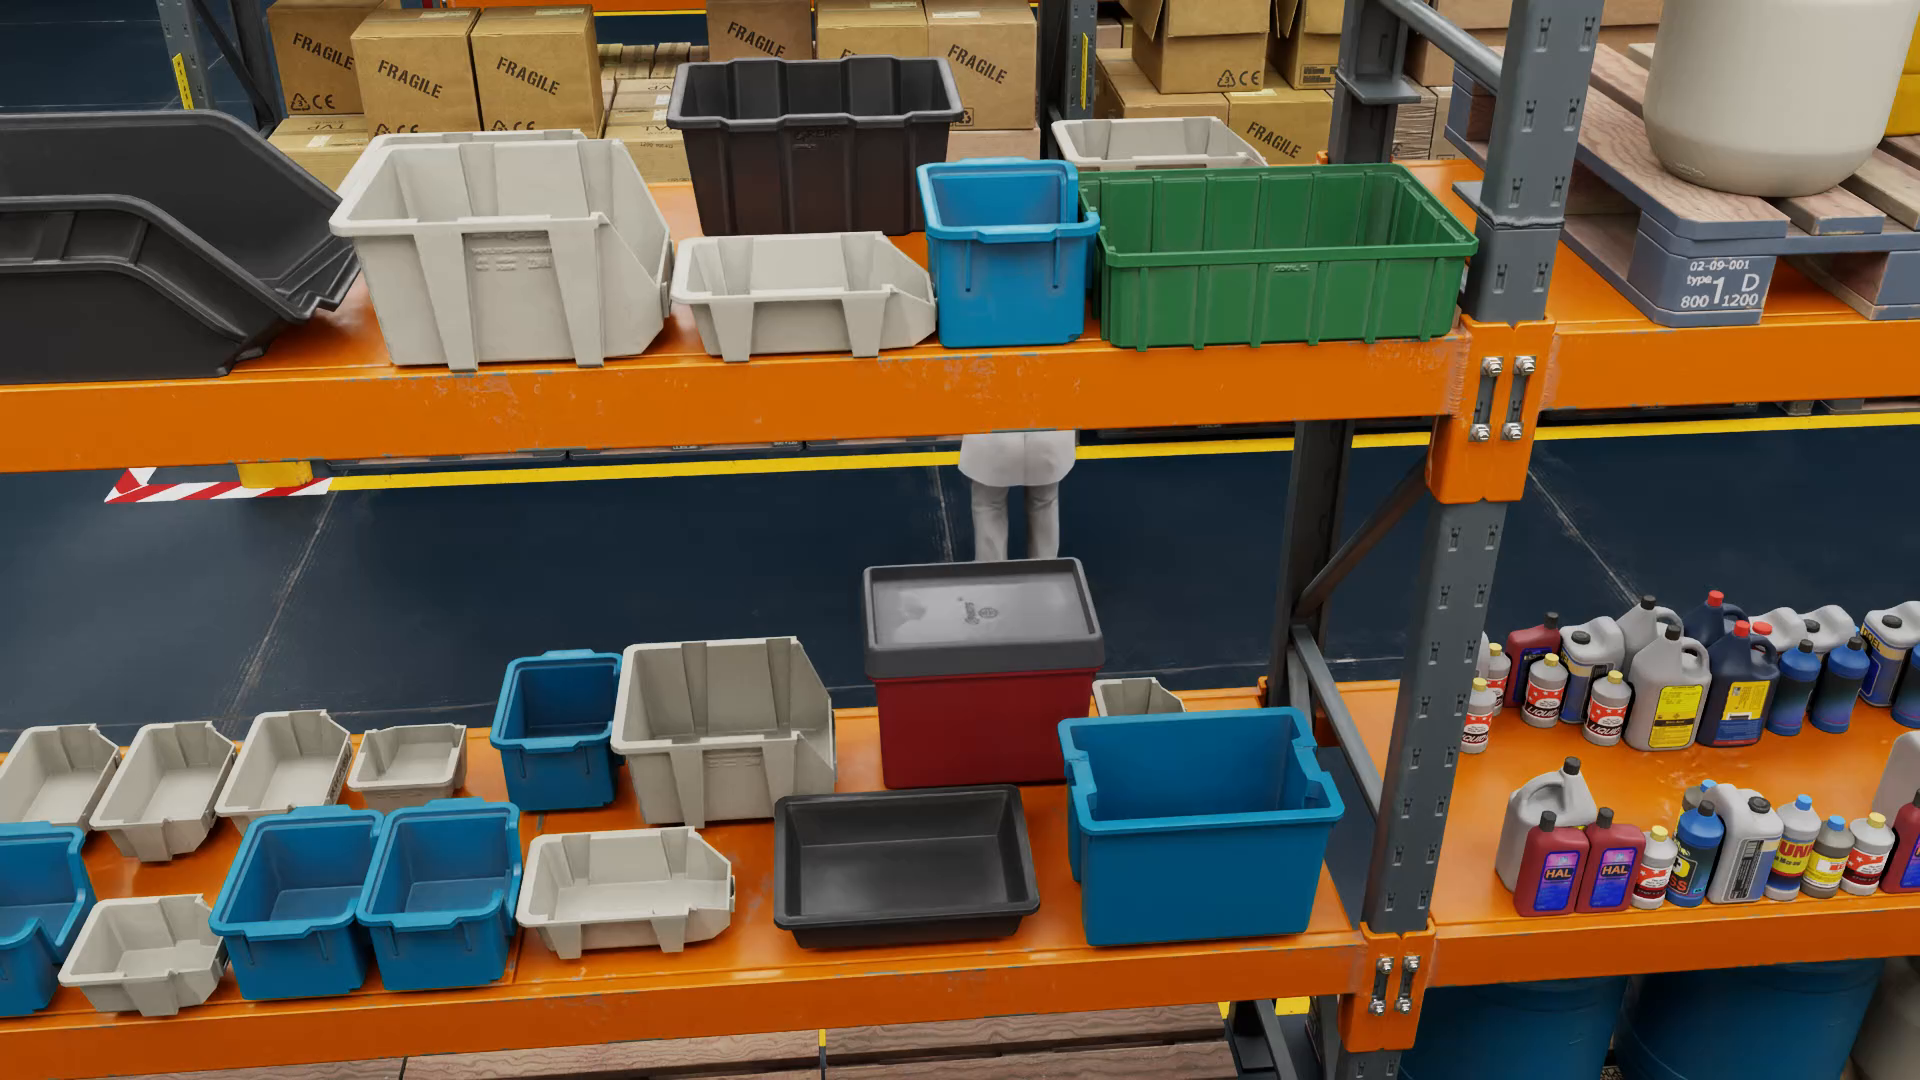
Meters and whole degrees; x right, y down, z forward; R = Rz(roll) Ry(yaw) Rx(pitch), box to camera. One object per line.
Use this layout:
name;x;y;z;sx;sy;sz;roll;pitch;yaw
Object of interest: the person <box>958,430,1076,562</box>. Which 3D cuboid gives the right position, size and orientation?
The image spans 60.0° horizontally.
person;0.231;-0.530;7.044;0.526;1.769;0.561;-3;31;-4
